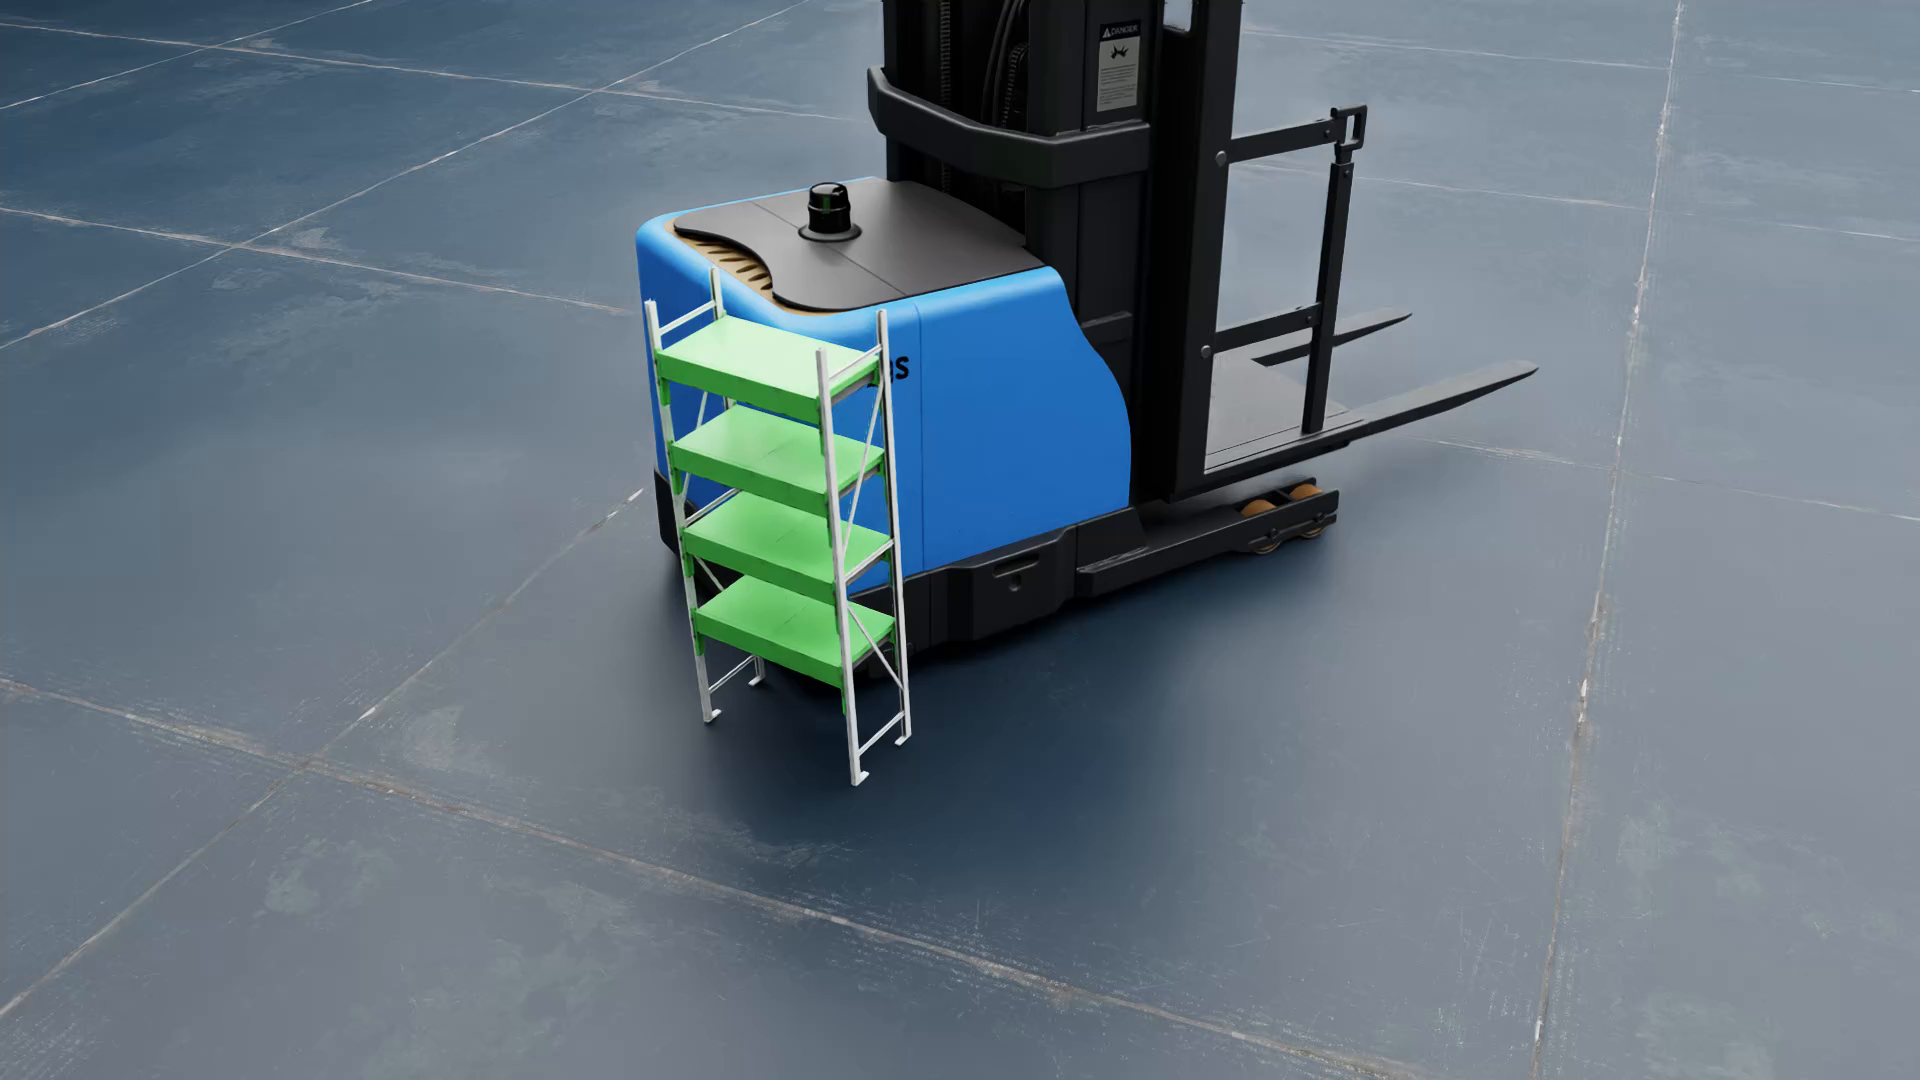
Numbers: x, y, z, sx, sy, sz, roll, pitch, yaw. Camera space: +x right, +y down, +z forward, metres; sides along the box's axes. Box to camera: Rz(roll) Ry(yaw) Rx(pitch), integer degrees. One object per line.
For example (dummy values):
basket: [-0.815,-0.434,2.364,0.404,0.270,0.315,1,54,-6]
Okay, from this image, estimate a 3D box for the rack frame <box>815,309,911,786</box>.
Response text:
rack frame: [-0.217,0.051,3.926,0.015,1.200,0.240,18,37,29]

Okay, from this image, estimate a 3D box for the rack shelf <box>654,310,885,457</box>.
rack shelf: [-0.433,-0.368,3.823,0.480,0.148,0.258,18,37,29]

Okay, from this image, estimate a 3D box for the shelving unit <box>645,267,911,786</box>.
shelving unit: [-0.421,-0.015,4.043,0.503,1.200,0.258,18,37,29]

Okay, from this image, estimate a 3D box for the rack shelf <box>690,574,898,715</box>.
rack shelf: [-0.411,0.242,4.205,0.480,0.148,0.258,18,37,29]

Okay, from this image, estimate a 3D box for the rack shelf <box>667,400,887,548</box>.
rack shelf: [-0.426,-0.164,3.950,0.480,0.148,0.258,18,37,29]

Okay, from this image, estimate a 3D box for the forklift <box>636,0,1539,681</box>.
forklift: [0.594,-1.434,4.808,3.031,2.935,1.130,-17,34,-28]

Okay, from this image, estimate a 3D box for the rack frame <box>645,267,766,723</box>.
rack frame: [-0.624,-0.081,4.161,0.015,1.200,0.240,18,37,29]

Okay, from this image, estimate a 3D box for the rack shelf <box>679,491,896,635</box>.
rack shelf: [-0.419,0.039,4.077,0.480,0.148,0.258,18,37,29]
